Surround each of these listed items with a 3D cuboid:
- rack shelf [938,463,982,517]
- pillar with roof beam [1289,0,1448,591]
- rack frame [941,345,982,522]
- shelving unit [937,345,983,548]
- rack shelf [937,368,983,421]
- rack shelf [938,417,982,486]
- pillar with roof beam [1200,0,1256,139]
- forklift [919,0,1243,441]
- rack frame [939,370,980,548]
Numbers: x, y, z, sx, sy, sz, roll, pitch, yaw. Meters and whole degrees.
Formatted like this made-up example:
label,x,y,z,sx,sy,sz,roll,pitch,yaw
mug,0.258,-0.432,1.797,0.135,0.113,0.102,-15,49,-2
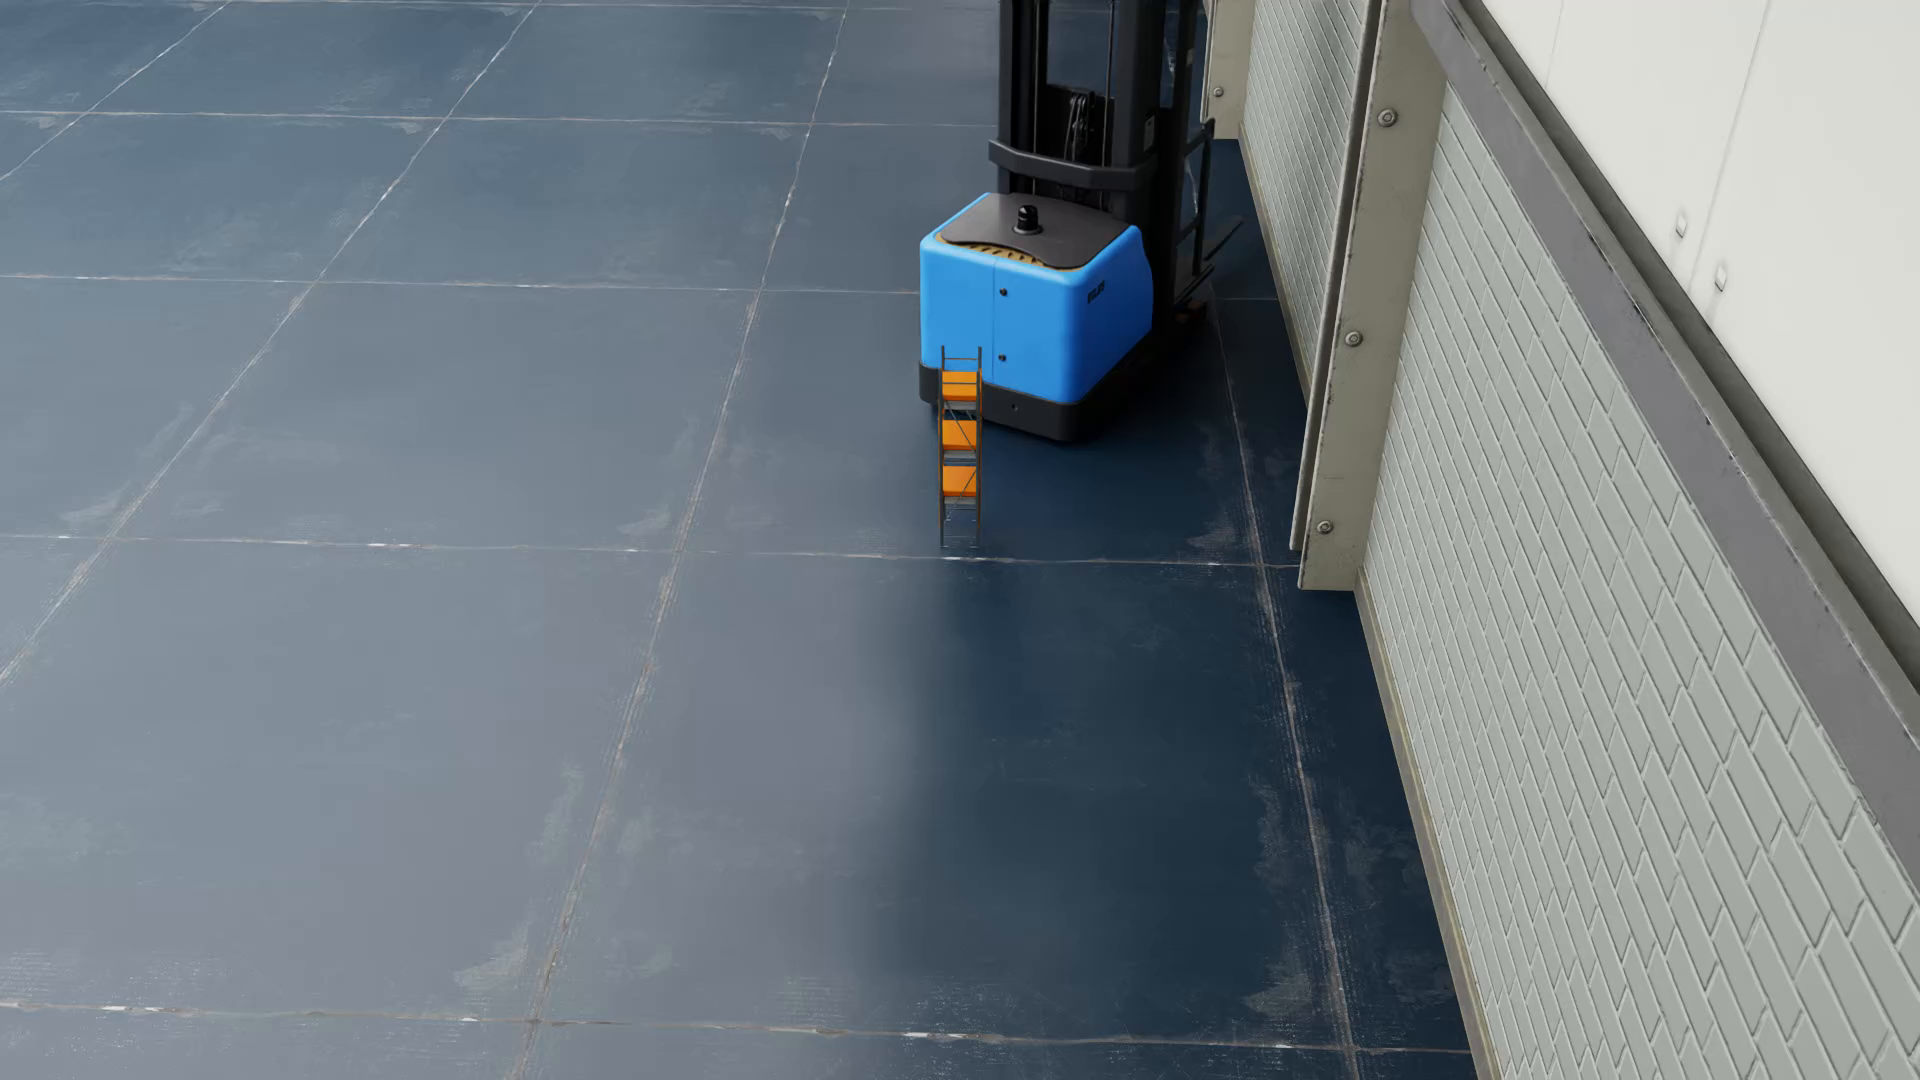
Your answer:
label,x,y,z,sx,sy,sz,roll,pitch,yaw
rack shelf,0.002,-0.224,8.603,0.215,0.259,0.240,1,35,2
pillar with roof beam,-2.438,-3.645,6.055,9.100,9.000,0.400,1,35,2
rack frame,0.007,-0.530,8.537,0.200,1.050,0.008,1,35,2
shelving unit,0.002,-0.460,8.438,0.215,1.050,0.252,1,35,2
rack shelf,0.002,-0.684,8.280,0.215,0.259,0.240,1,35,2
rack shelf,0.002,-0.452,8.444,0.215,0.259,0.240,1,35,2
pillar with roof beam,-2.197,-7.092,10.960,9.100,9.000,0.400,1,35,2
forklift,0.923,-2.580,9.818,1.130,2.935,3.031,18,39,24
rack frame,-0.003,-0.390,8.338,0.200,1.050,0.008,1,35,2
